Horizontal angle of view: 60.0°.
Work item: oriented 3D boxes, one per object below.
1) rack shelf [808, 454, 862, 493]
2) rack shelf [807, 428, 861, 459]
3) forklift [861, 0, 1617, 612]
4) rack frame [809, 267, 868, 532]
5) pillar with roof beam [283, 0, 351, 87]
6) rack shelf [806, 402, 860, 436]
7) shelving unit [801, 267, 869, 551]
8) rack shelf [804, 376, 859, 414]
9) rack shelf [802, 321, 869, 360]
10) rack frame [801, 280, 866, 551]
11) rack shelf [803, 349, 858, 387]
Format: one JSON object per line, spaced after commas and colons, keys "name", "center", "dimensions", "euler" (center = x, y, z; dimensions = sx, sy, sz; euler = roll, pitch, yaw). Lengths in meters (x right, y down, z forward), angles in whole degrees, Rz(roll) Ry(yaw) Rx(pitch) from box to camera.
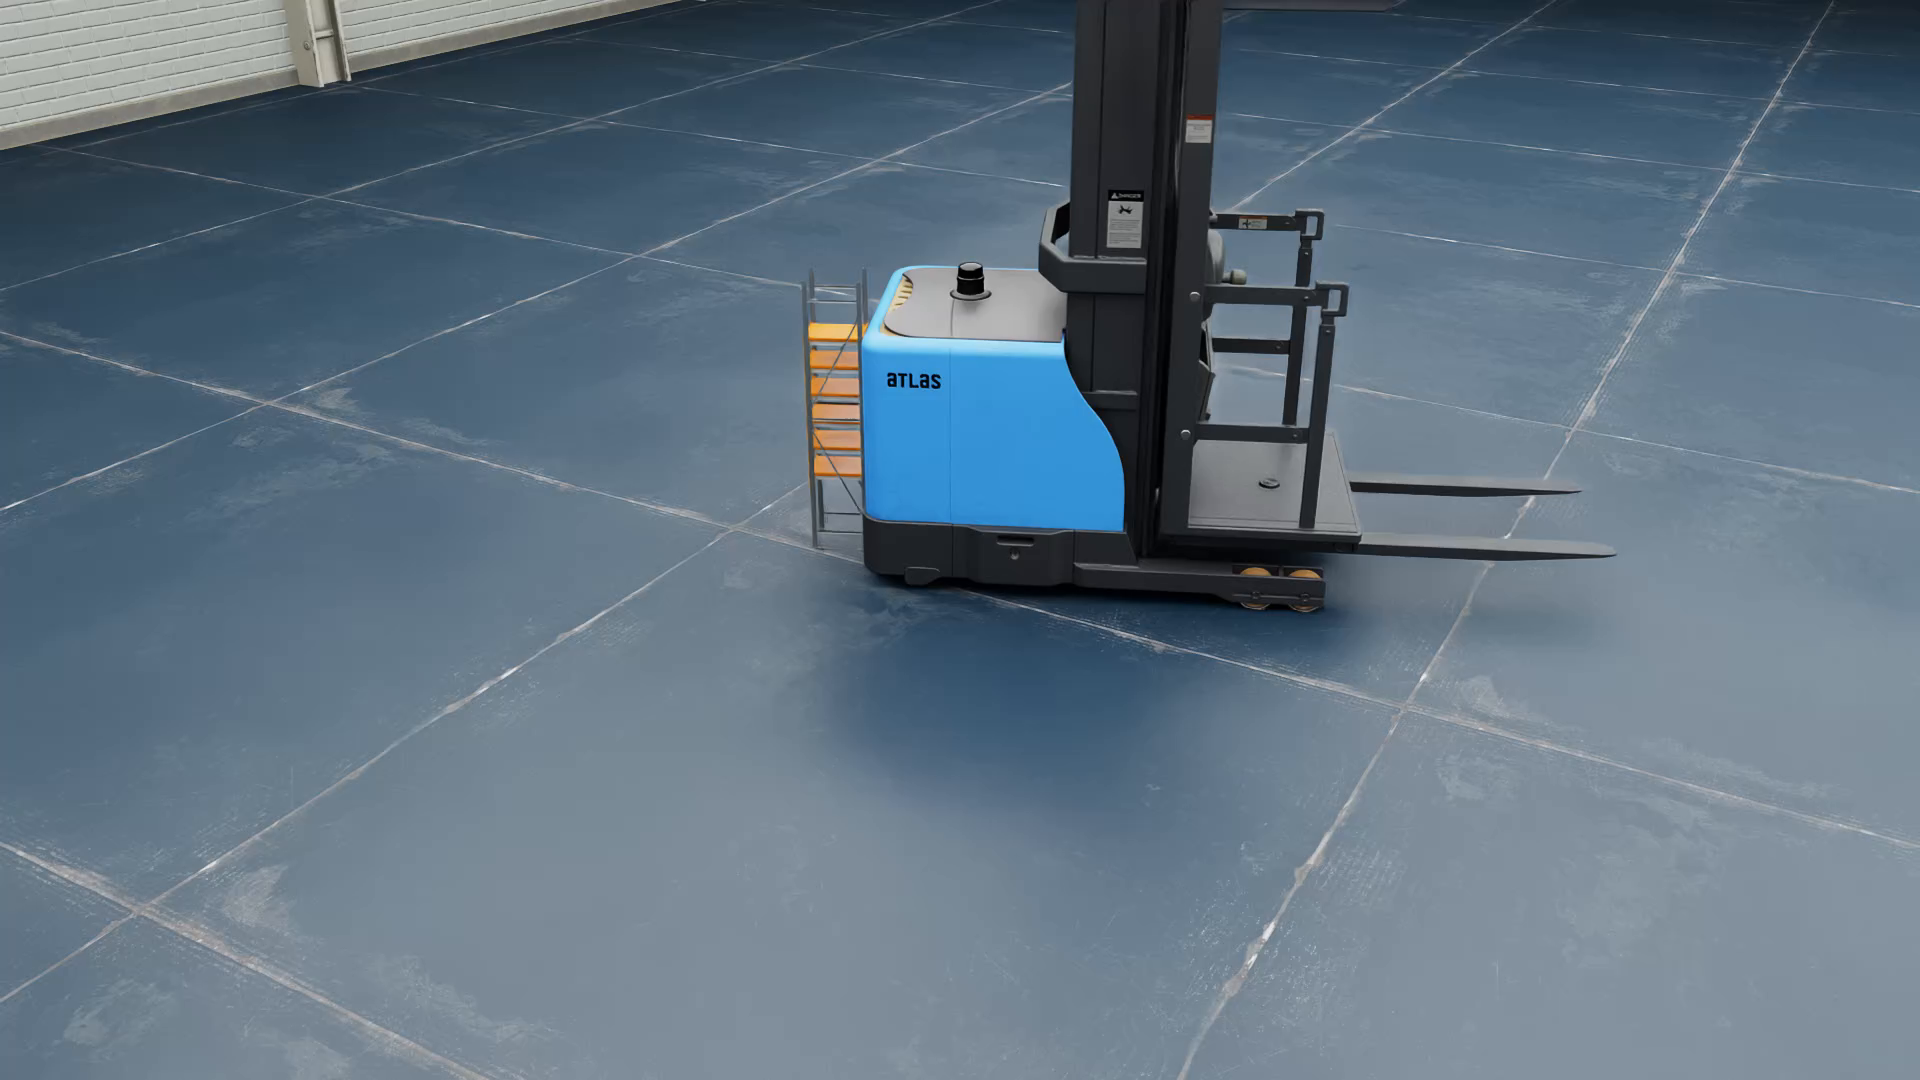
{"name": "rack shelf", "center": [-0.507, -0.281, 7.106], "dimensions": [0.258, 0.103, 0.180], "euler": [2, 27, 4]}
{"name": "rack shelf", "center": [-0.507, -0.388, 7.053], "dimensions": [0.258, 0.103, 0.180], "euler": [2, 27, 4]}
{"name": "forklift", "center": [1.153, -1.273, 6.518], "dimensions": [3.031, 2.935, 1.130], "euler": [3, 27, 5]}
{"name": "rack frame", "center": [-0.499, -0.576, 7.061], "dimensions": [0.240, 1.200, 0.006], "euler": [2, 27, 4]}
{"name": "pillar with roof beam", "center": [-2.410, -7.515, 12.210], "dimensions": [9.100, 9.000, 0.400], "euler": [14, 30, 26]}
{"name": "rack shelf", "center": [-0.507, -0.496, 6.999], "dimensions": [0.258, 0.103, 0.180], "euler": [2, 27, 4]}
{"name": "shelving unit", "center": [-0.507, -0.535, 6.979], "dimensions": [0.258, 1.200, 0.189], "euler": [2, 27, 4]}
{"name": "rack shelf", "center": [-0.507, -0.603, 6.945], "dimensions": [0.258, 0.103, 0.180], "euler": [2, 27, 4]}
{"name": "rack shelf", "center": [-0.507, -0.818, 6.838], "dimensions": [0.258, 0.103, 0.180], "euler": [2, 27, 4]}
{"name": "rack frame", "center": [-0.514, -0.494, 6.897], "dimensions": [0.240, 1.200, 0.006], "euler": [2, 27, 4]}
{"name": "rack shelf", "center": [-0.507, -0.710, 6.891], "dimensions": [0.258, 0.103, 0.180], "euler": [2, 27, 4]}
